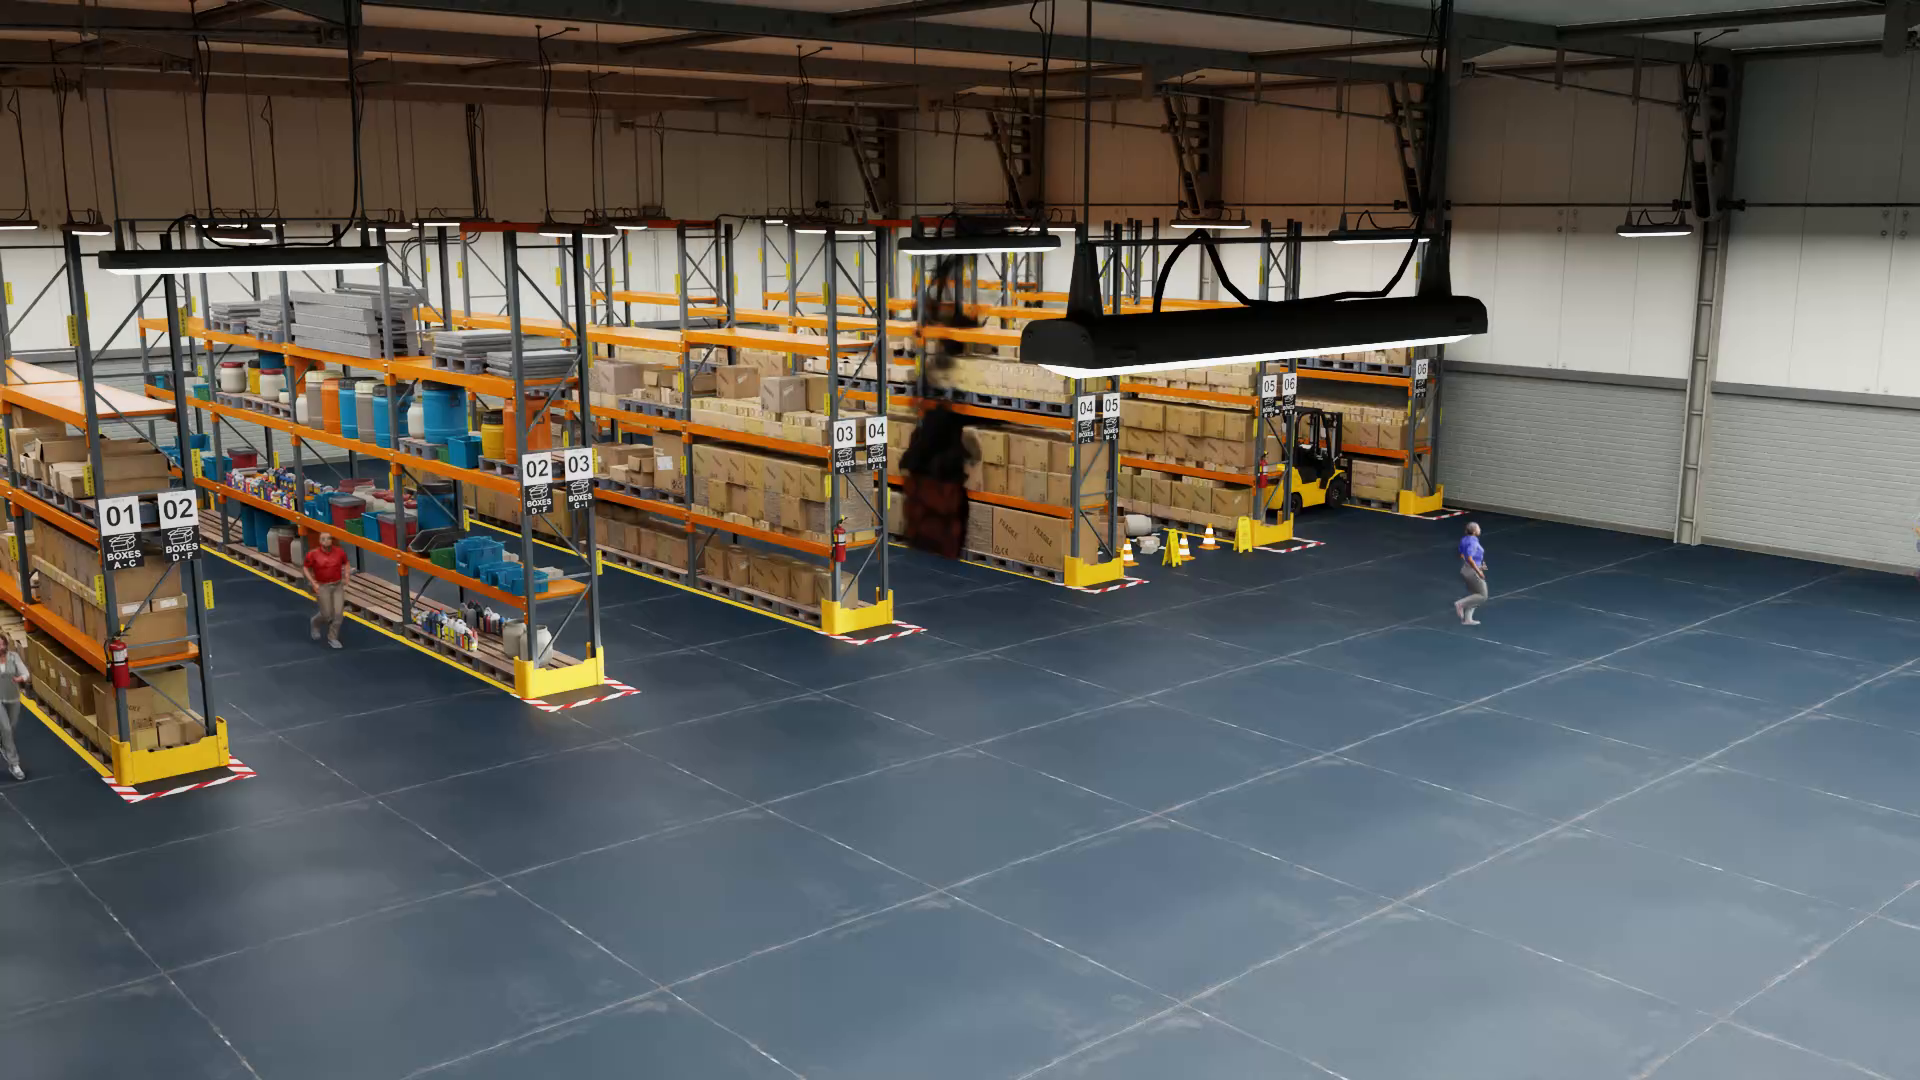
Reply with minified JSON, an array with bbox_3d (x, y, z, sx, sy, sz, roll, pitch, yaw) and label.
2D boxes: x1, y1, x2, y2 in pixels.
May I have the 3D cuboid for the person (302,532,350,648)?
[{"bbox_3d":[-9.154,0.711,24.150,0.653,1.691,0.647,-9,15,-38],"label":"person"}]

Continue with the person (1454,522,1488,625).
[{"bbox_3d":[7.772,0.512,25.285,0.561,1.603,0.574,-1,11,-6],"label":"person"}]

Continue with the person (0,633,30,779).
[{"bbox_3d":[-10.754,1.821,18.707,0.848,1.603,0.520,11,16,43],"label":"person"}]
